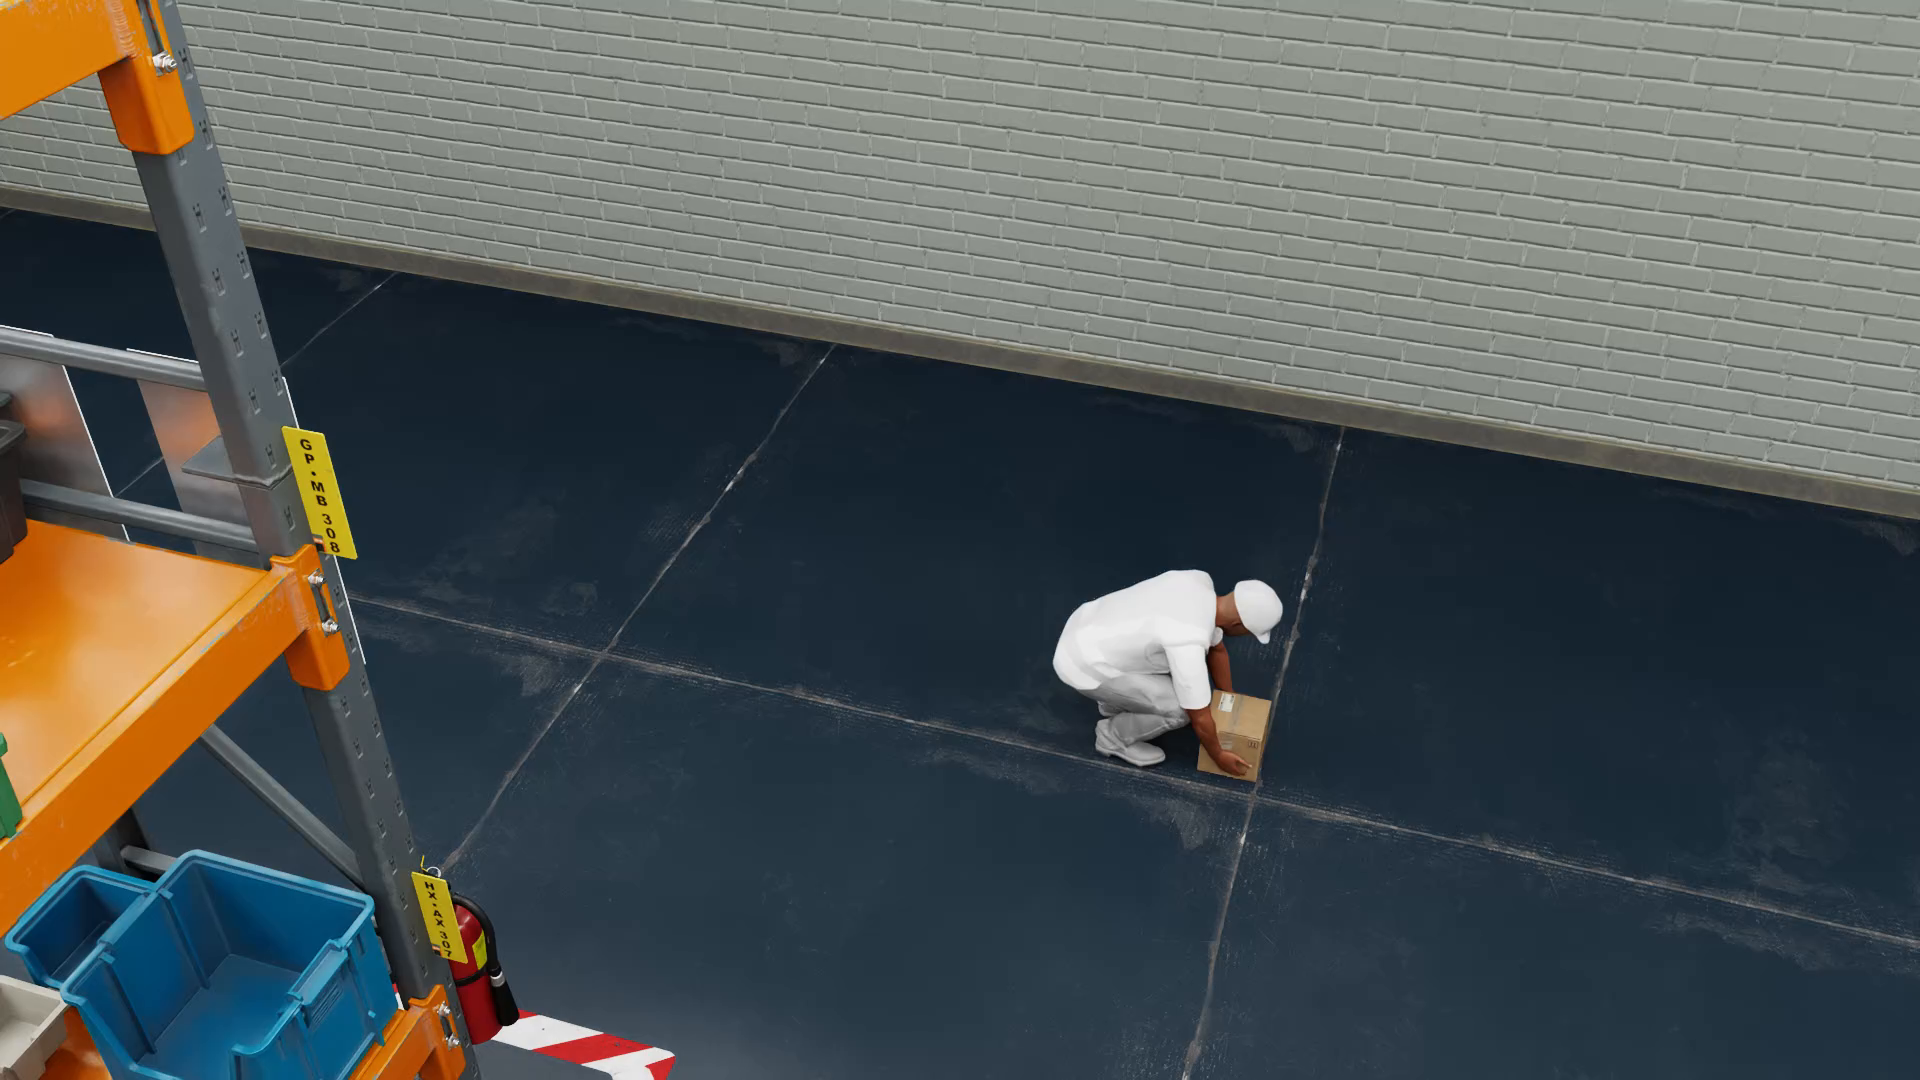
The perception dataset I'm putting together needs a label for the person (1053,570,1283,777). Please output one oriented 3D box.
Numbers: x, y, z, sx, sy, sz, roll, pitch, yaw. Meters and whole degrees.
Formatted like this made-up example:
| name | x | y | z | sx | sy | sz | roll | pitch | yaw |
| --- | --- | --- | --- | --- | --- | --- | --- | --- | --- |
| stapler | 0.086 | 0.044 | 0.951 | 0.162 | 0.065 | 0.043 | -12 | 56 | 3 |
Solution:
| name | x | y | z | sx | sy | sz | roll | pitch | yaw |
| --- | --- | --- | --- | --- | --- | --- | --- | --- | --- |
| person | 0.857 | 0.489 | 6.953 | 0.896 | 0.893 | 0.559 | 11 | 38 | 14 |
